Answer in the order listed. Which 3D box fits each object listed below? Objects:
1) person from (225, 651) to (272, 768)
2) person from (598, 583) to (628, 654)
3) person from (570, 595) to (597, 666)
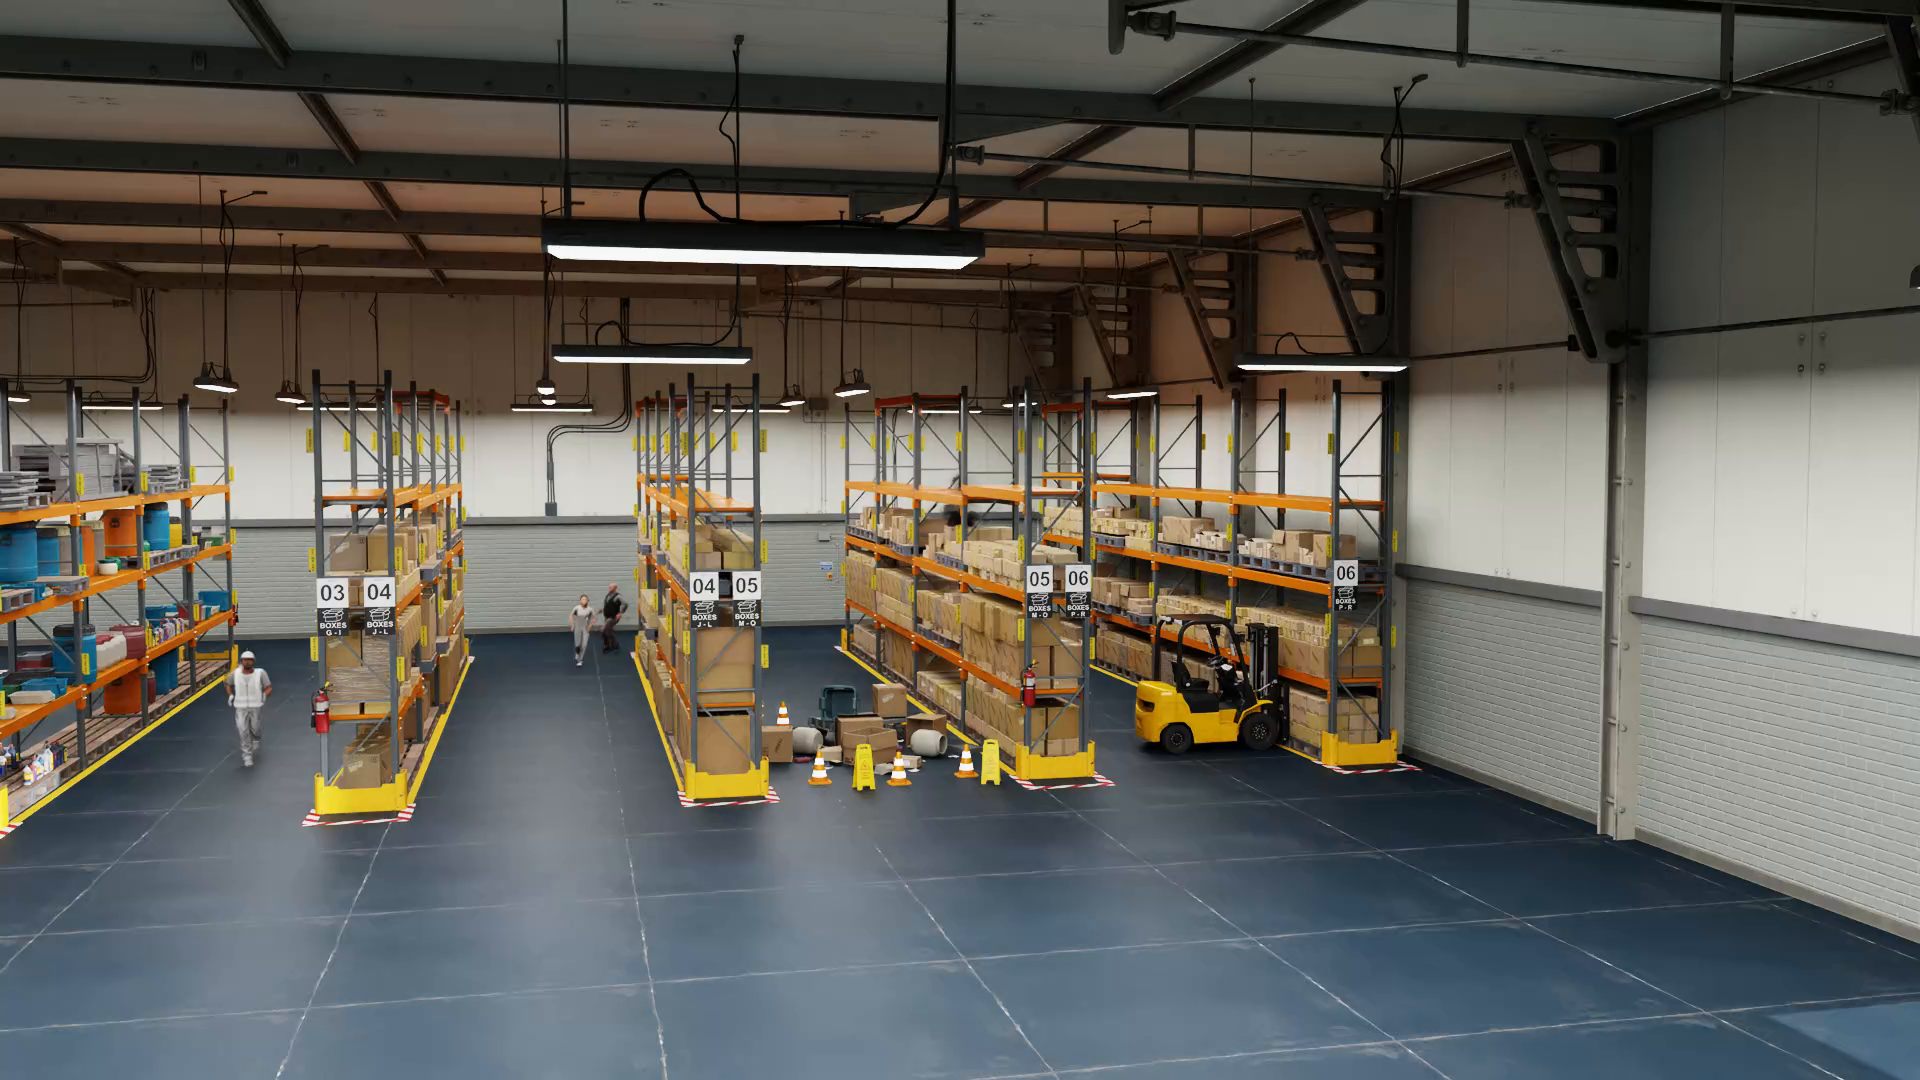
[{"bbox_3d":[-11.151,2.625,26.062,0.681,1.776,0.879,-1,4,-20],"label":"person"},{"bbox_3d":[-8.304,1.880,39.666,0.675,1.725,0.719,-3,5,-43],"label":"person"},{"bbox_3d":[-8.503,2.032,37.554,0.583,1.616,0.550,-1,3,-12],"label":"person"}]
